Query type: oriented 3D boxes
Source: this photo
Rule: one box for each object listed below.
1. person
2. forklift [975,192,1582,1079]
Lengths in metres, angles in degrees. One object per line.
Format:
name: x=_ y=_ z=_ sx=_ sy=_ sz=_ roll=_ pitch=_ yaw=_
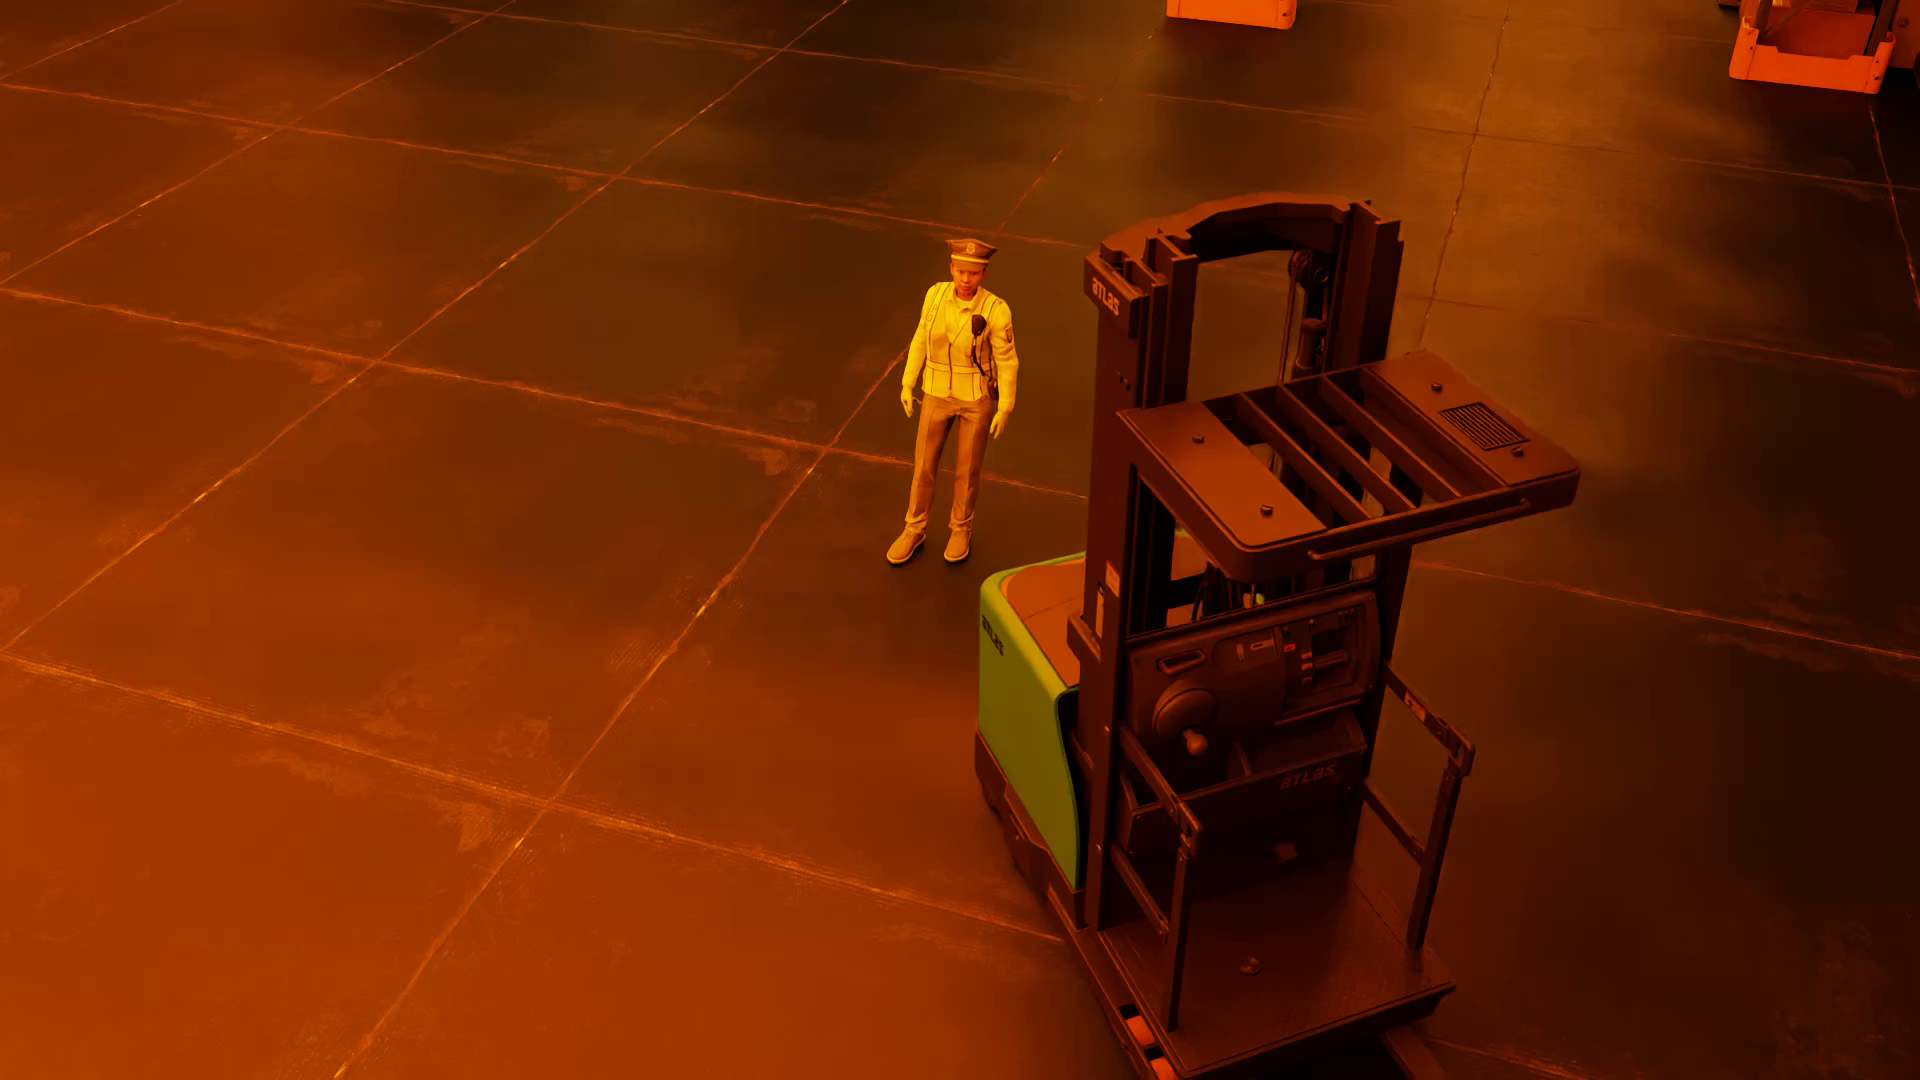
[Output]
person: x=-0.028 y=-0.662 z=8.101 sx=0.588 sy=1.696 sz=0.533 roll=12 pitch=37 yaw=16
forklift: x=1.072 y=0.511 z=5.390 sx=1.130 sy=2.935 sz=3.031 roll=-13 pitch=37 yaw=-17
